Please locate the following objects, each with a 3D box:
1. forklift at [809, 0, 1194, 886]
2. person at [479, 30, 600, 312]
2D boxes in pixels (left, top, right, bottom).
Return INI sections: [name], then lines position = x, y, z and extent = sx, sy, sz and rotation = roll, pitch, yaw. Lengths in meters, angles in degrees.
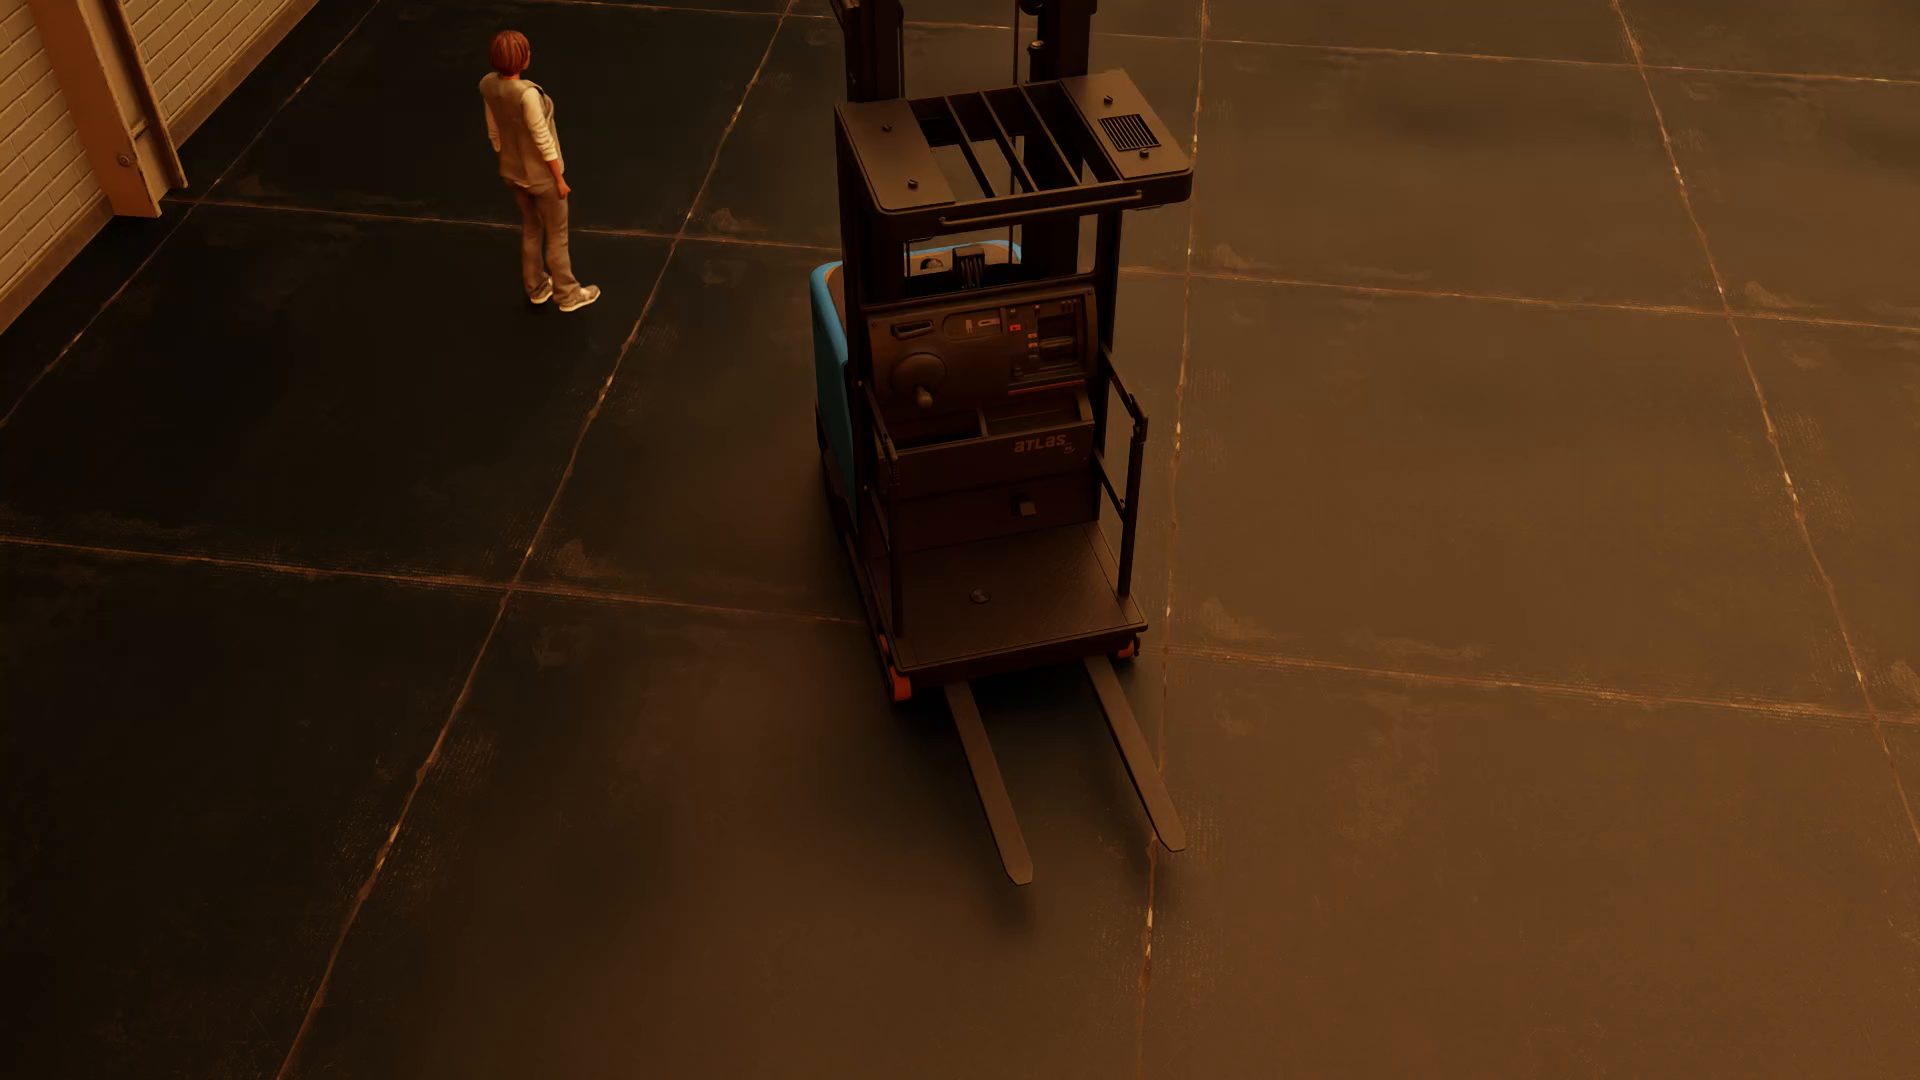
[forklift]
position = 0.153, -0.681, 6.465
extent = 1.130, 2.935, 3.031
rotation = -10, 44, -11
[person]
position = -2.255, -1.950, 8.832
extent = 0.437, 1.603, 0.325
rotation = 23, 47, 23
